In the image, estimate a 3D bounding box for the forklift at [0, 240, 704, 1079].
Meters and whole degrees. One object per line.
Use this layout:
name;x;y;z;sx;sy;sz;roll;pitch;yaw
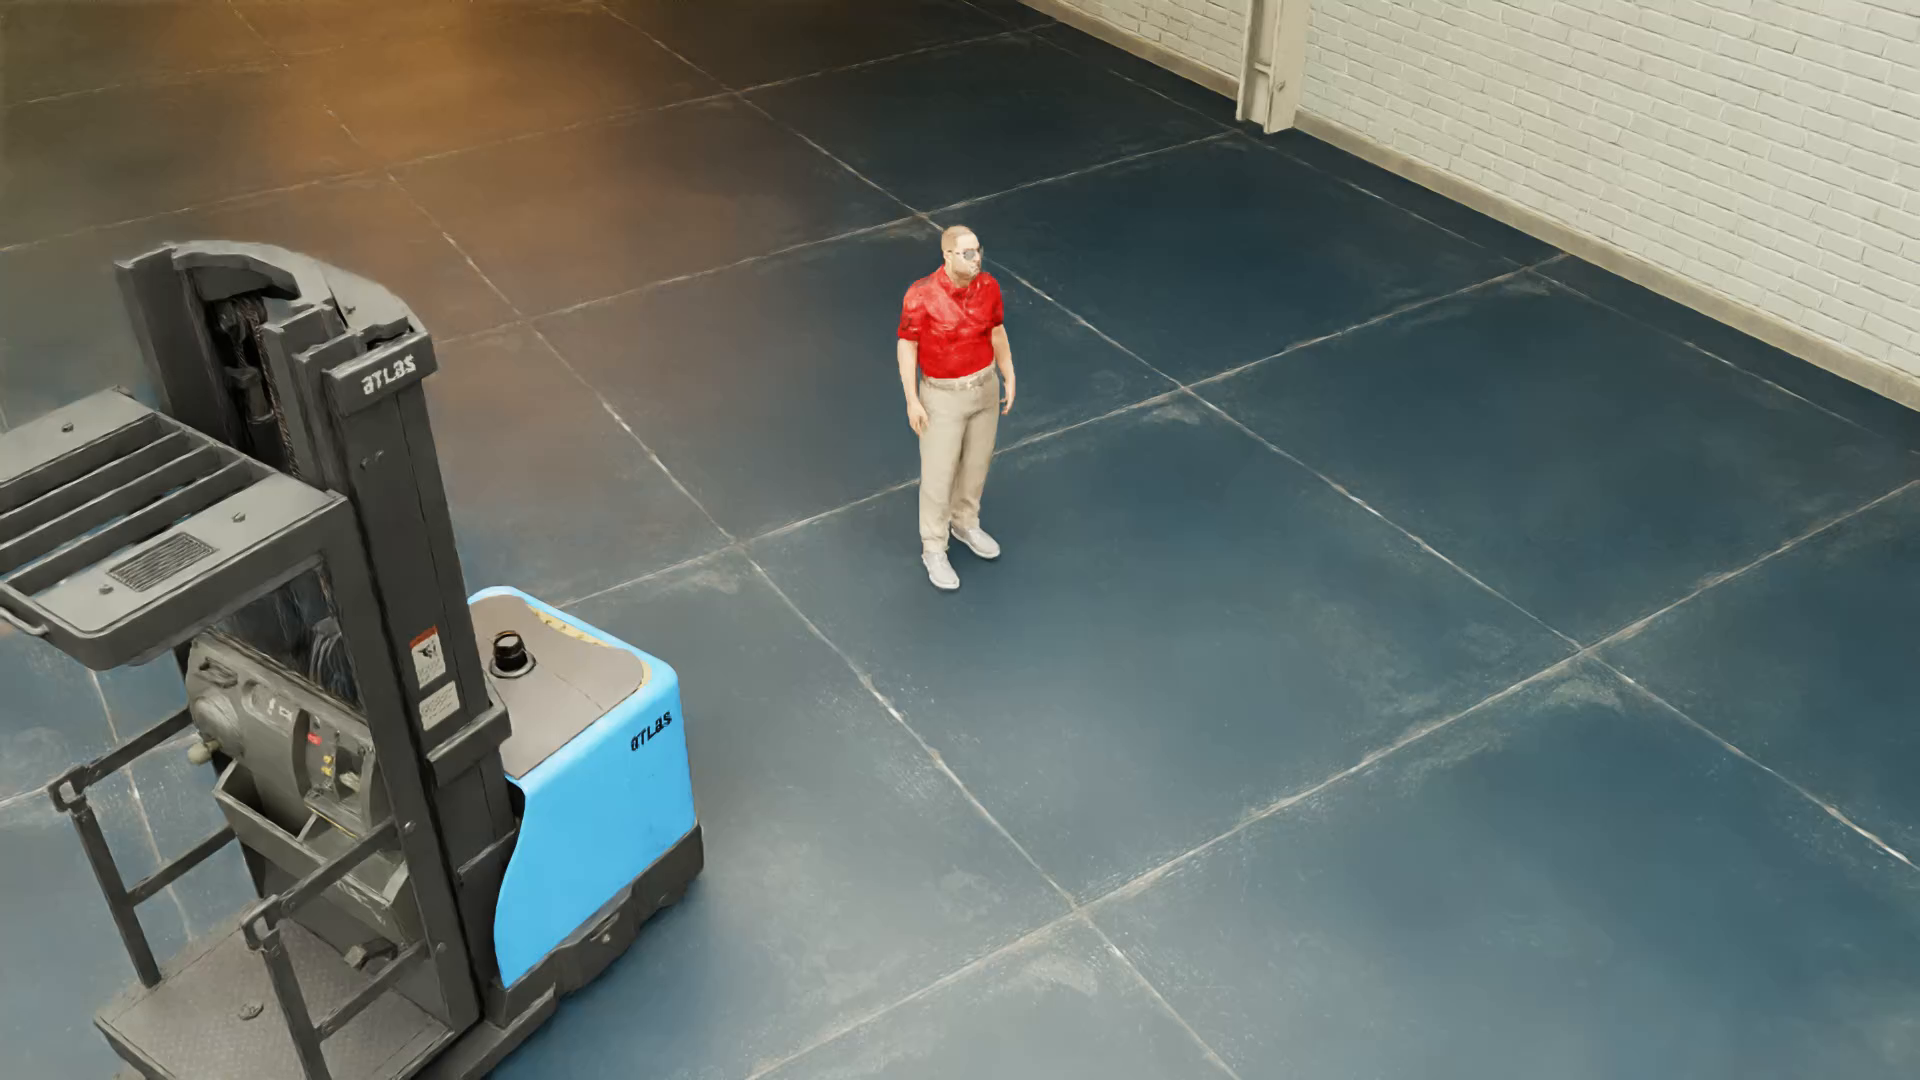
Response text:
forklift;-2.287;0.690;5.166;1.130;2.935;3.031;22;41;28

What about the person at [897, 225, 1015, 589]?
person;0.039;-0.666;8.129;0.640;1.727;0.550;-21;40;-27
